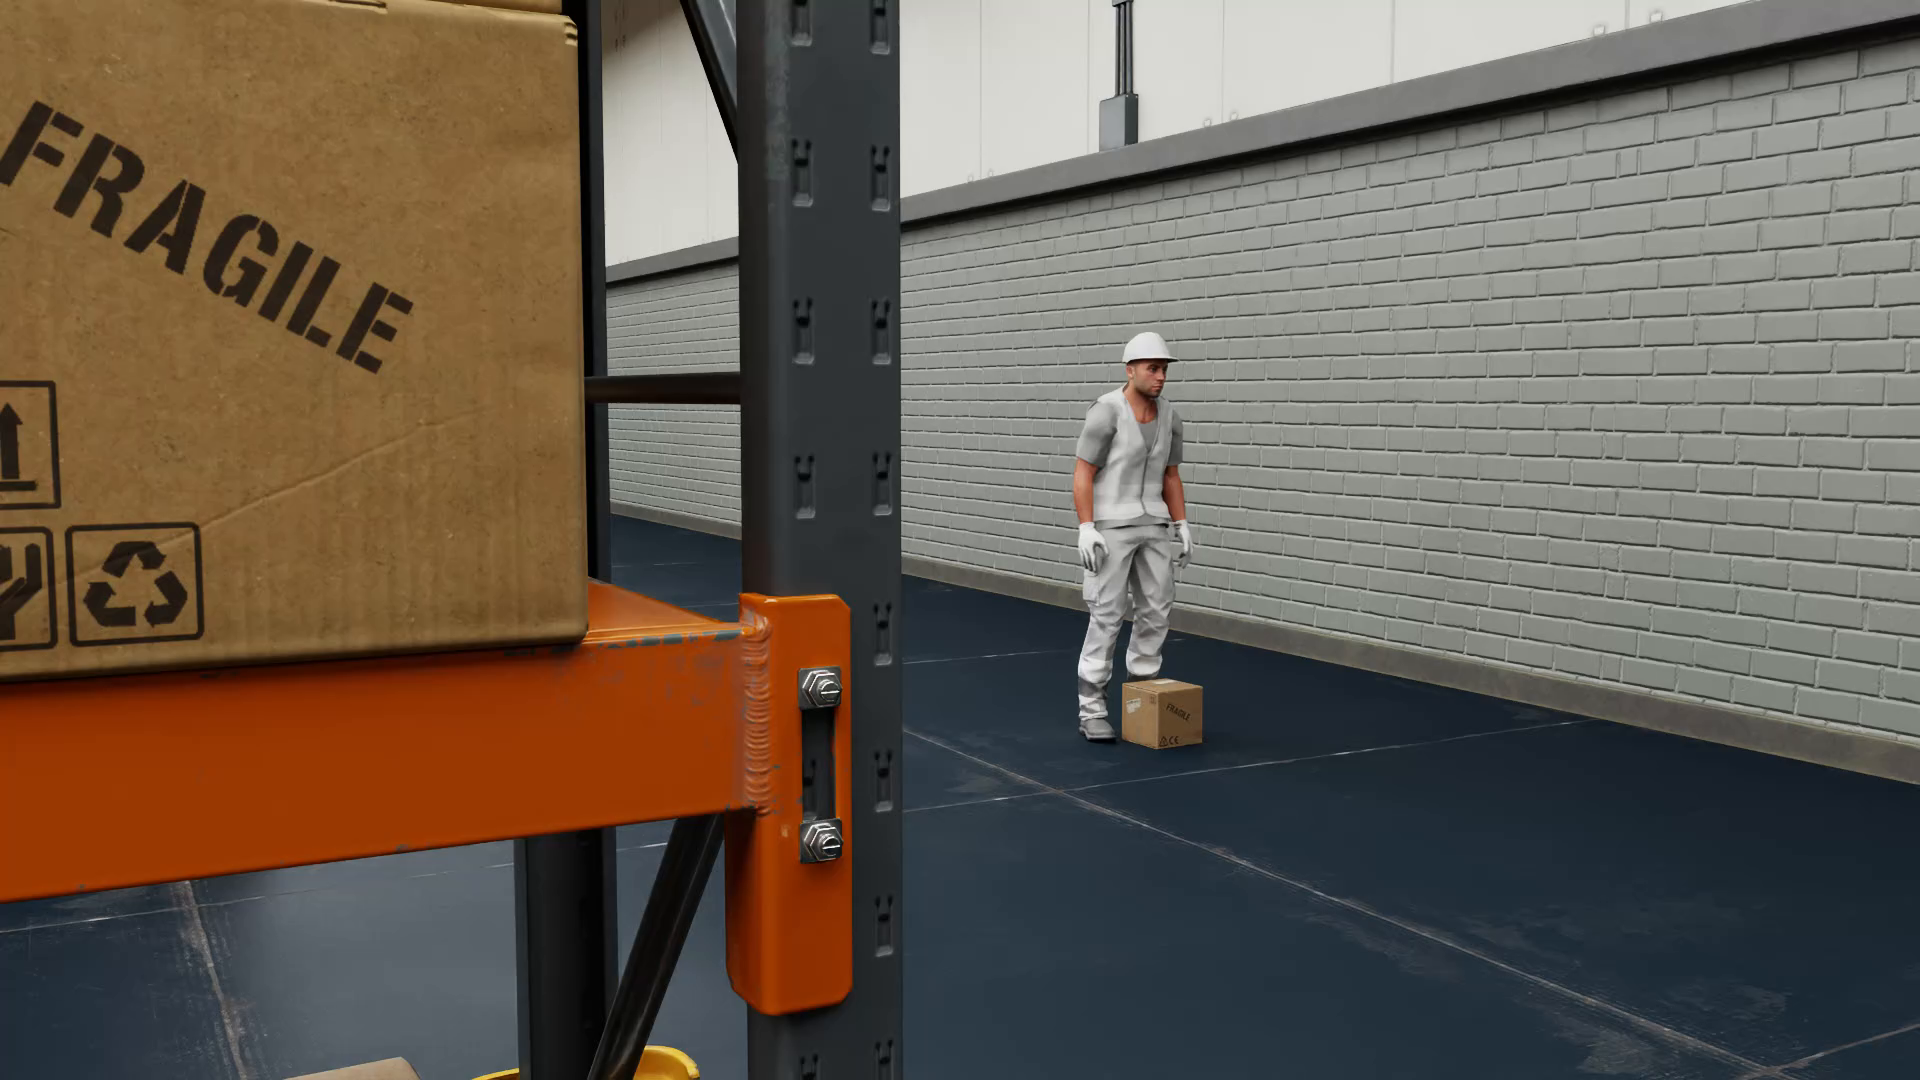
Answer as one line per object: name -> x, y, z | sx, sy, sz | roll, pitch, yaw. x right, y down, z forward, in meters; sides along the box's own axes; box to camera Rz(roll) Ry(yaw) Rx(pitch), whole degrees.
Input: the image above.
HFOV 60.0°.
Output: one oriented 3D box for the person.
person -> 0.771, -0.023, 7.365 | 0.623, 1.780, 0.449 | -3, 6, -31
